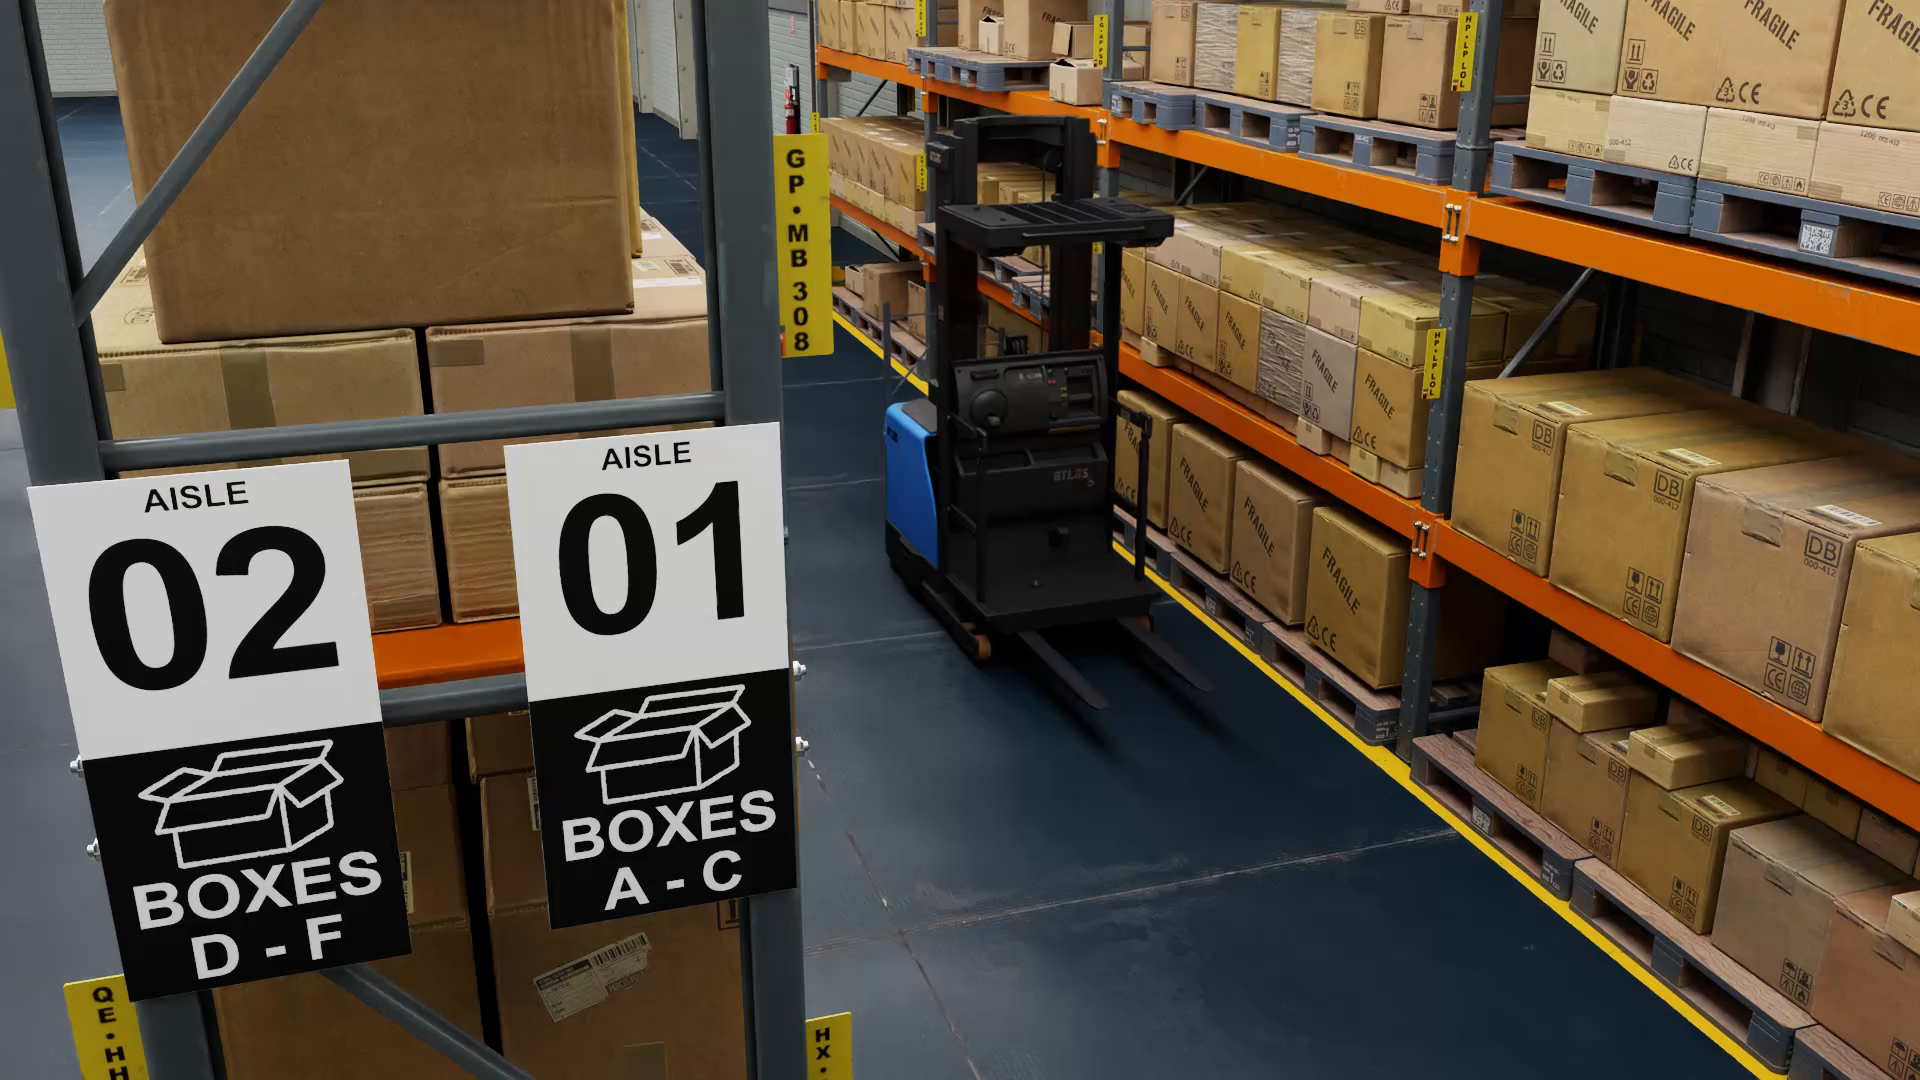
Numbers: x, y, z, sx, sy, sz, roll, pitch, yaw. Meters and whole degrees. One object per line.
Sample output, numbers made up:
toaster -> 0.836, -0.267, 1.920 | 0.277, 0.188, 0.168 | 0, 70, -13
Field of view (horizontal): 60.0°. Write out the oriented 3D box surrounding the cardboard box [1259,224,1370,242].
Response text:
cardboard box -> 2.139, -1.744, 10.107 | 0.500, 0.250, 0.500 | -7, 21, -19

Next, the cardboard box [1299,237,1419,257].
cardboard box -> 2.300, -1.580, 9.652 | 0.500, 0.250, 0.500 | -7, 21, -18

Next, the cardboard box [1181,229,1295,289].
cardboard box -> 1.661, -1.688, 9.951 | 0.500, 0.250, 0.500 | -6, 21, -17

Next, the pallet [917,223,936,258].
pallet -> 0.278, -2.576, 14.436 | 1.003, 0.211, 1.213 | -6, 21, -17

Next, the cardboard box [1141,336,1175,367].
cardboard box -> 1.391, -1.229, 10.742 | 0.380, 0.149, 0.250 | -6, 21, -16

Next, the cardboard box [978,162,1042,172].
cardboard box -> 0.303, -3.015, 14.573 | 0.700, 0.500, 0.500 | -6, 21, -17

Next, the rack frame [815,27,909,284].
rack frame -> -1.081, -4.211, 18.703 | 1.000, 3.000, 0.127 | -6, 21, -17

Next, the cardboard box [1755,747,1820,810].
cardboard box -> 3.382, 0.914, 6.552 | 0.380, 0.149, 0.250 | -7, 21, -18

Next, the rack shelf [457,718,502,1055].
rack shelf -> -1.383, 1.148, 4.848 | 1.077, 0.370, 4.000 | -6, 21, -17

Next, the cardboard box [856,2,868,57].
cardboard box -> -0.723, -5.033, 16.378 | 0.500, 0.500, 0.500 | -5, 20, -14

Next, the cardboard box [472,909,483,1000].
cardboard box -> -1.319, 1.123, 3.705 | 0.500, 0.500, 0.500 | -6, 21, -17

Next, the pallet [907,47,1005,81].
pallet -> 0.269, -4.041, 14.071 | 1.213, 0.211, 1.003 | -6, 21, -17

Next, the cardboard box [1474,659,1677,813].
cardboard box -> 2.828, 0.869, 7.635 | 0.700, 0.500, 0.500 | -6, 21, -17

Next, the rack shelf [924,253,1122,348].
rack shelf -> 0.804, -1.947, 13.464 | 1.077, 0.370, 4.000 | -6, 21, -17

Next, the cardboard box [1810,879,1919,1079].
cardboard box -> 3.475, 1.528, 5.803 | 0.700, 0.500, 0.500 | -6, 21, -17

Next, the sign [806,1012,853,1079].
sign -> -0.239, 0.986, 2.954 | 0.100, 0.325, 0.005 | -6, 21, -17

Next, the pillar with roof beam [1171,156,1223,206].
pillar with roof beam -> -2.241, -4.519, 10.685 | 9.100, 9.000, 0.400 | -6, 21, -17

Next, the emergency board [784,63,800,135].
emergency board -> -2.667, -6.801, 25.913 | 0.194, 1.169, 0.643 | -6, 21, -17

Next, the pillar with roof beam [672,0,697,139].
pillar with roof beam -> -9.785, -12.221, 32.128 | 9.100, 9.000, 0.400 | -6, 21, -17

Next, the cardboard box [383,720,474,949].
cardboard box -> -1.314, 0.658, 3.521 | 0.500, 0.500, 0.500 | -6, 21, -16

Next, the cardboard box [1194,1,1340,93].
cardboard box -> 1.856, -2.996, 10.083 | 0.700, 0.500, 0.500 | -8, 21, -20

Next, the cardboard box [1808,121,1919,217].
cardboard box -> 3.132, -1.203, 5.343 | 0.500, 0.250, 0.500 | -7, 21, -19

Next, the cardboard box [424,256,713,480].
cardboard box -> -0.668, -0.318, 2.909 | 0.500, 0.250, 0.500 | -6, 21, -17

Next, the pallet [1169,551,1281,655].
pallet -> 1.989, 0.320, 10.212 | 1.003, 0.211, 1.213 | -6, 21, -17

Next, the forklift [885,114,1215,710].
forklift -> 0.491, -0.836, 9.408 | 1.130, 2.935, 3.031 | -7, 21, -19

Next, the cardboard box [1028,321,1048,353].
cardboard box -> 0.871, -1.607, 13.391 | 0.500, 0.250, 0.500 | -6, 21, -17

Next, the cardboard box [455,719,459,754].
cardboard box -> -1.946, 0.477, 5.504 | 0.500, 0.500, 0.500 | -6, 21, -16

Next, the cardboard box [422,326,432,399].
cardboard box -> -1.141, -0.564, 4.334 | 0.500, 0.250, 0.500 | -6, 21, -17

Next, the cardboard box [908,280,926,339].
cardboard box -> -0.188, -2.287, 16.393 | 0.500, 0.500, 0.500 | -8, 21, -21

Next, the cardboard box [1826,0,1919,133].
cardboard box -> 3.140, -1.549, 5.199 | 0.500, 0.500, 0.500 | -7, 21, -20

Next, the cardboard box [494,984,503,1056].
cardboard box -> -0.810, 1.068, 3.856 | 0.500, 0.500, 0.500 | -7, 21, -18

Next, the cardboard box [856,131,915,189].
cardboard box -> -0.741, -3.827, 16.717 | 0.500, 0.500, 0.500 | -6, 21, -16

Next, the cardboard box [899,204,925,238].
cardboard box -> -0.261, -2.986, 15.485 | 0.500, 0.250, 0.500 | -6, 21, -17

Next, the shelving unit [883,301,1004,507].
shelving unit -> -0.126, -0.820, 11.481 | 0.538, 1.500, 1.048 | -7, 21, -19

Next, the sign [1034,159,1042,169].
sign -> 0.702, -3.532, 15.101 | 0.100, 0.325, 0.005 | -6, 21, -17

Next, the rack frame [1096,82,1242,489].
rack frame -> 1.433, -1.644, 11.556 | 1.000, 3.000, 0.127 | -6, 21, -17

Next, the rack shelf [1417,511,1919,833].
rack shelf -> 3.319, 0.620, 6.317 | 1.077, 0.370, 4.000 | -6, 21, -17

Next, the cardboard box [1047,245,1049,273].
cardboard box -> 1.074, -2.224, 12.373 | 0.700, 0.500, 0.500 | -8, 21, -22

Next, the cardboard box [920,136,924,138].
cardboard box -> -0.084, -3.719, 16.417 | 0.500, 0.500, 0.500 | -6, 21, -16

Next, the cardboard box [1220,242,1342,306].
cardboard box -> 1.828, -1.525, 9.497 | 0.500, 0.250, 0.500 | -7, 21, -18

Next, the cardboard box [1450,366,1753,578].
cardboard box -> 2.845, -0.326, 7.442 | 0.980, 0.700, 0.700 | -6, 21, -16

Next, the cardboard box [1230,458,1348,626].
cardboard box -> 2.080, -0.026, 9.610 | 0.750, 0.750, 0.750 | -6, 21, -16

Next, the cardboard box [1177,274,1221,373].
cardboard box -> 1.653, -1.329, 10.061 | 0.500, 0.500, 0.500 | -6, 21, -17

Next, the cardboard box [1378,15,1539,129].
cardboard box -> 2.518, -2.320, 8.202 | 0.700, 0.500, 0.500 | -8, 21, -20

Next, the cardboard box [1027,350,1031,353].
cardboard box -> 0.755, -1.395, 13.910 | 0.700, 0.500, 0.500 | -6, 21, -17

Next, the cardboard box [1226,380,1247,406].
cardboard box -> 1.809, -0.914, 9.865 | 0.380, 0.149, 0.250 | -6, 21, -17

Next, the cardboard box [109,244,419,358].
cardboard box -> -1.315, -0.424, 3.204 | 0.500, 0.250, 0.500 | -6, 21, -17

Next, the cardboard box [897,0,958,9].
cardboard box -> -0.239, -4.998, 14.800 | 0.500, 0.500, 0.500 | -8, 21, -22

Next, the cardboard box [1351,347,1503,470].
cardboard box -> 2.306, -0.678, 8.249 | 0.500, 0.500, 0.500 | -7, 21, -18

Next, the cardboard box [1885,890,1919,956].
cardboard box -> 3.338, 1.279, 5.535 | 0.380, 0.149, 0.250 | -6, 21, -16

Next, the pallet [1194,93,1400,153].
pallet -> 2.040, -2.407, 9.523 | 1.003, 0.211, 1.213 | -5, 20, -15

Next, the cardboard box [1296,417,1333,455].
cardboard box -> 2.036, -0.575, 8.921 | 0.380, 0.149, 0.250 | -6, 21, -17

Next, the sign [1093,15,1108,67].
sign -> 0.917, -3.242, 10.803 | 0.100, 0.325, 0.005 | -6, 21, -17

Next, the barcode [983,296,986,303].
barcode -> 0.234, -2.307, 15.977 | 0.001, 0.075, 0.075 | -6, 21, -17

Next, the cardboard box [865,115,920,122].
cardboard box -> -0.732, -4.374, 18.240 | 0.500, 0.500, 0.500 | -7, 21, -18

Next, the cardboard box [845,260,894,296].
cardboard box -> -0.949, -2.921, 18.439 | 0.500, 0.311, 0.500 | -9, 22, -23

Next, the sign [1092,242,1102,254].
sign -> 0.921, -2.091, 11.204 | 0.100, 0.325, 0.005 | -6, 21, -17

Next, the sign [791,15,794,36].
sign -> -2.575, -7.905, 25.558 | 0.001, 0.298, 0.199 | -6, 21, -17

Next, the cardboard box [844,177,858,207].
cardboard box -> -0.898, -3.630, 17.279 | 0.500, 0.250, 0.500 | -7, 21, -18

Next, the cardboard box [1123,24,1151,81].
cardboard box -> 1.425, -3.367, 11.740 | 0.500, 0.500, 0.500 | -6, 21, -17
